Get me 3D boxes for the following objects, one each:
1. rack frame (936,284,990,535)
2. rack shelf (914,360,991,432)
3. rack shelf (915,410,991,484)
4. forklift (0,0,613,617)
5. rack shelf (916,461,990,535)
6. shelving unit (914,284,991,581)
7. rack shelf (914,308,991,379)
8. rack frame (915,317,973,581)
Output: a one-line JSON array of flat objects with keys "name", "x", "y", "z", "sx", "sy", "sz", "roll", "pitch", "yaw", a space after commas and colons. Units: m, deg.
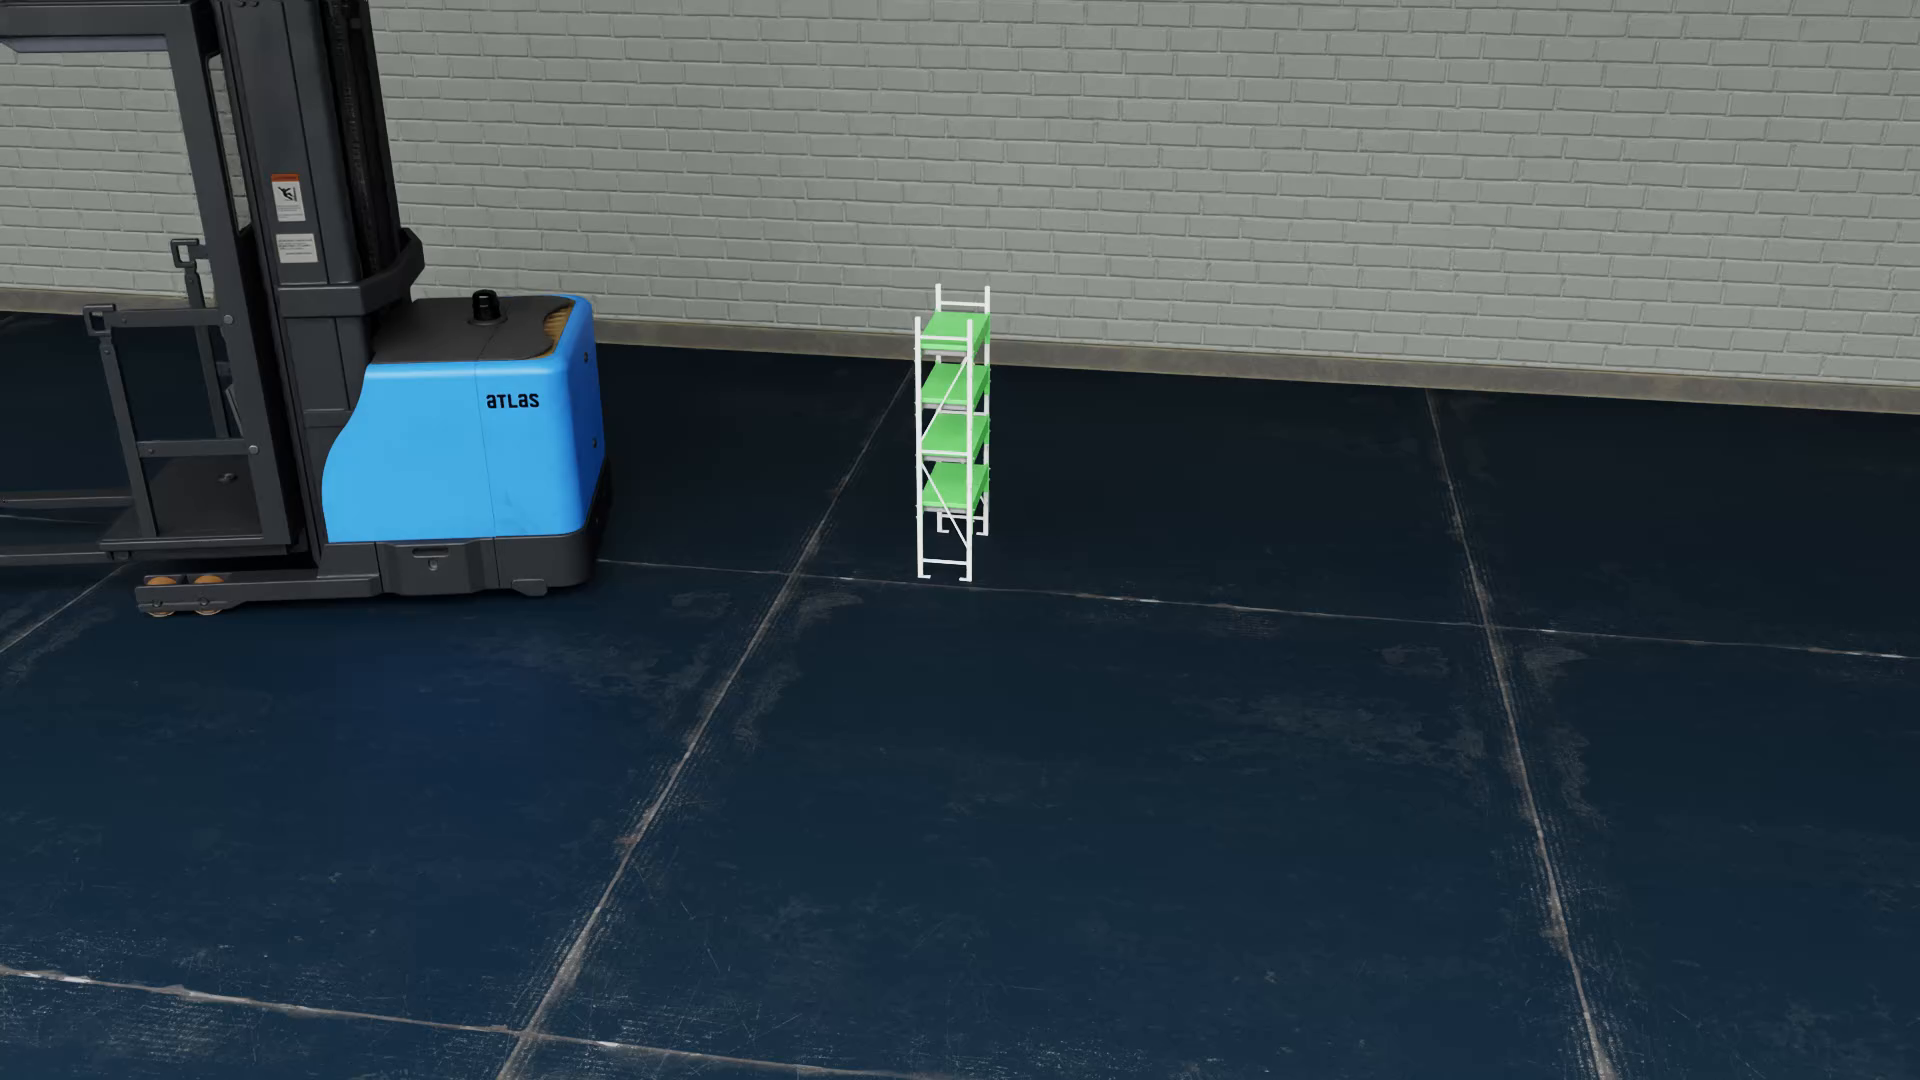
[{"name": "rack frame", "x": 0.013, "y": -0.576, "z": 7.566, "sx": 0.240, "sy": 1.200, "sz": 0.015, "roll": 4, "pitch": 25, "yaw": 9}, {"name": "rack shelf", "x": -0.027, "y": -0.634, "z": 7.273, "sx": 0.258, "sy": 0.148, "sz": 0.480, "roll": 4, "pitch": 25, "yaw": 9}, {"name": "rack shelf", "x": -0.027, "y": -0.416, "z": 7.375, "sx": 0.258, "sy": 0.148, "sz": 0.480, "roll": 4, "pitch": 25, "yaw": 9}, {"name": "forklift", "x": -3.148, "y": -1.235, "z": 6.931, "sx": 3.031, "sy": 2.935, "sz": 1.130, "roll": -2, "pitch": 25, "yaw": -4}, {"name": "rack shelf", "x": -0.027, "y": -0.199, "z": 7.477, "sx": 0.258, "sy": 0.148, "sz": 0.480, "roll": 4, "pitch": 25, "yaw": 9}, {"name": "shelving unit", "x": -0.027, "y": -0.474, "z": 7.348, "sx": 0.258, "sy": 1.200, "sz": 0.503, "roll": 4, "pitch": 25, "yaw": 9}, {"name": "rack shelf", "x": -0.027, "y": -0.851, "z": 7.171, "sx": 0.258, "sy": 0.148, "sz": 0.480, "roll": 4, "pitch": 25, "yaw": 9}, {"name": "rack frame", "x": -0.067, "y": -0.372, "z": 7.130, "sx": 0.240, "sy": 1.200, "sz": 0.015, "roll": 4, "pitch": 25, "yaw": 9}]
